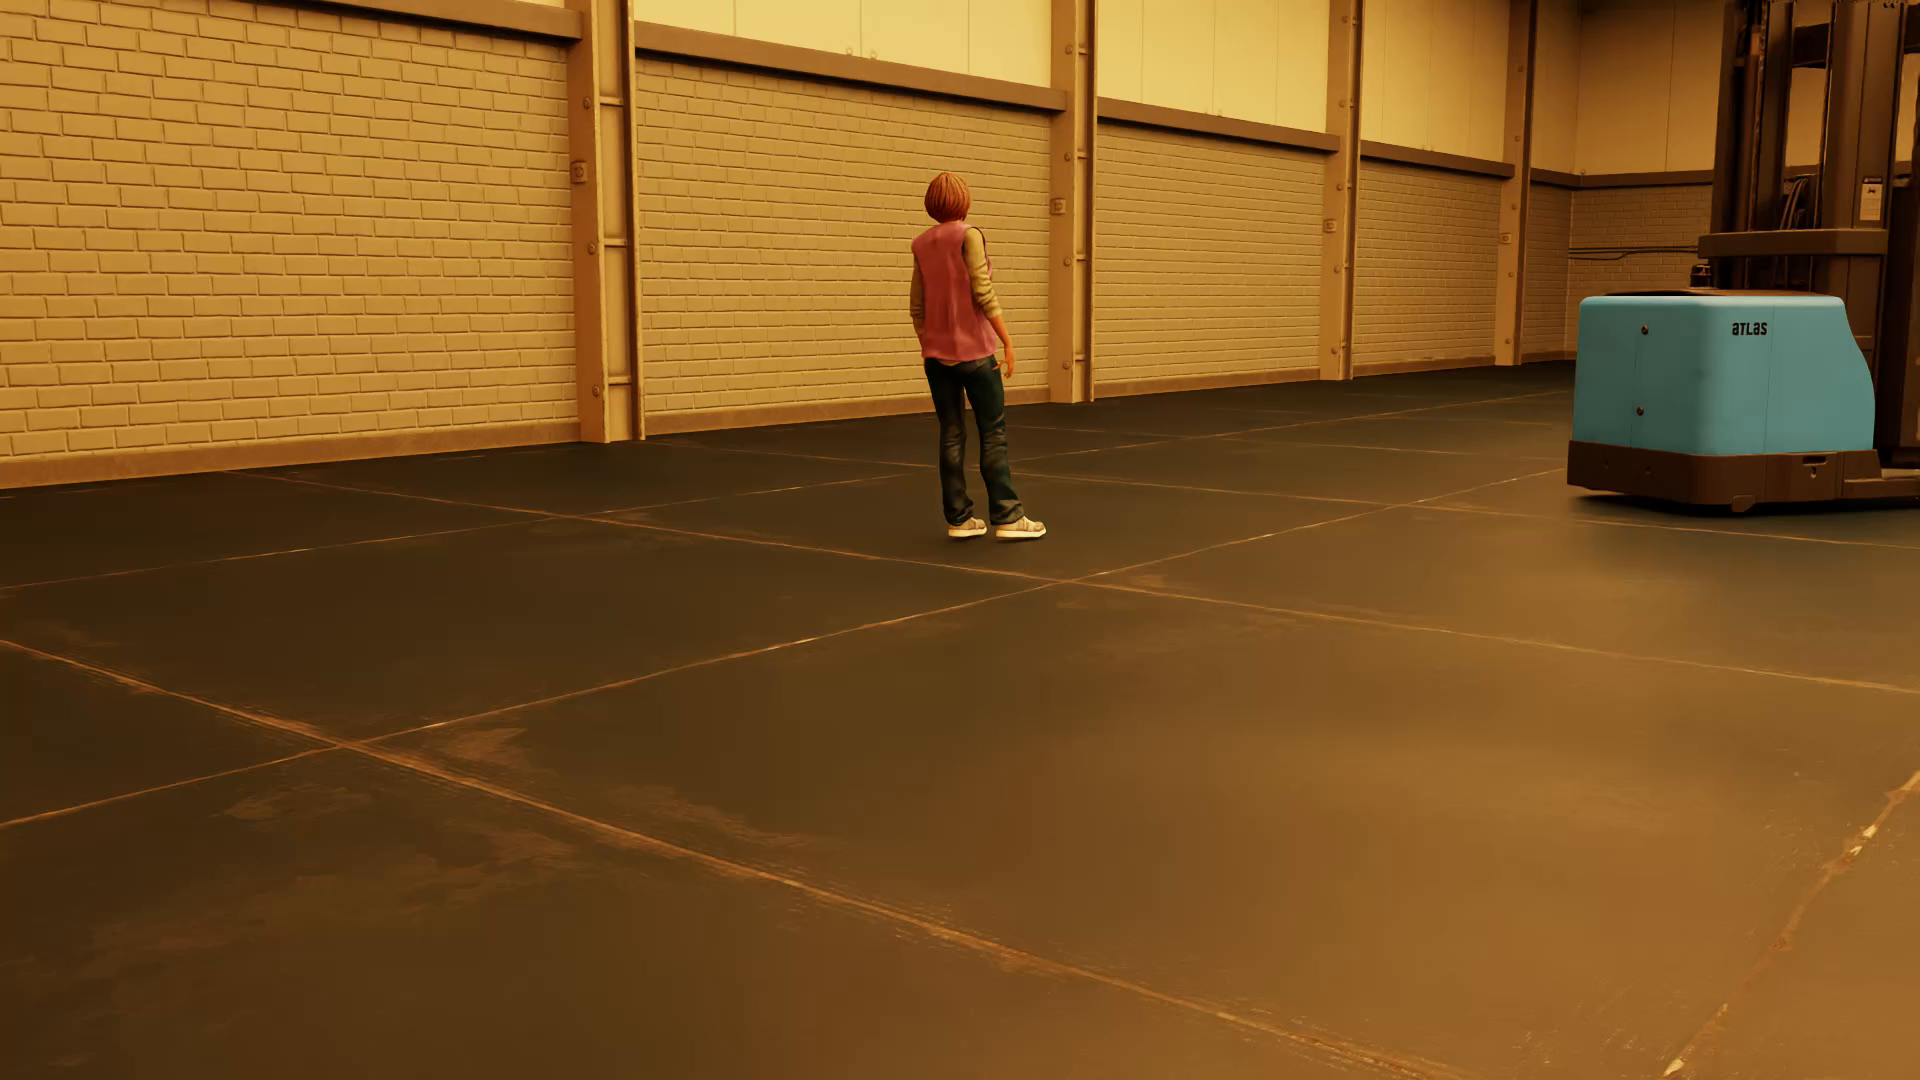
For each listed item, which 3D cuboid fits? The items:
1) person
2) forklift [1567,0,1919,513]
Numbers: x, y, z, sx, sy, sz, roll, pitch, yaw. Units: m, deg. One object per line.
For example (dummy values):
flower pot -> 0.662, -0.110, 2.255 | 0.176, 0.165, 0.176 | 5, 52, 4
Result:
person -> 0.057, -0.805, 7.336 | 0.520, 1.597, 0.476 | 7, 11, 38
forklift -> 4.844, -1.687, 8.808 | 3.031, 2.935, 1.130 | -3, 9, -19
